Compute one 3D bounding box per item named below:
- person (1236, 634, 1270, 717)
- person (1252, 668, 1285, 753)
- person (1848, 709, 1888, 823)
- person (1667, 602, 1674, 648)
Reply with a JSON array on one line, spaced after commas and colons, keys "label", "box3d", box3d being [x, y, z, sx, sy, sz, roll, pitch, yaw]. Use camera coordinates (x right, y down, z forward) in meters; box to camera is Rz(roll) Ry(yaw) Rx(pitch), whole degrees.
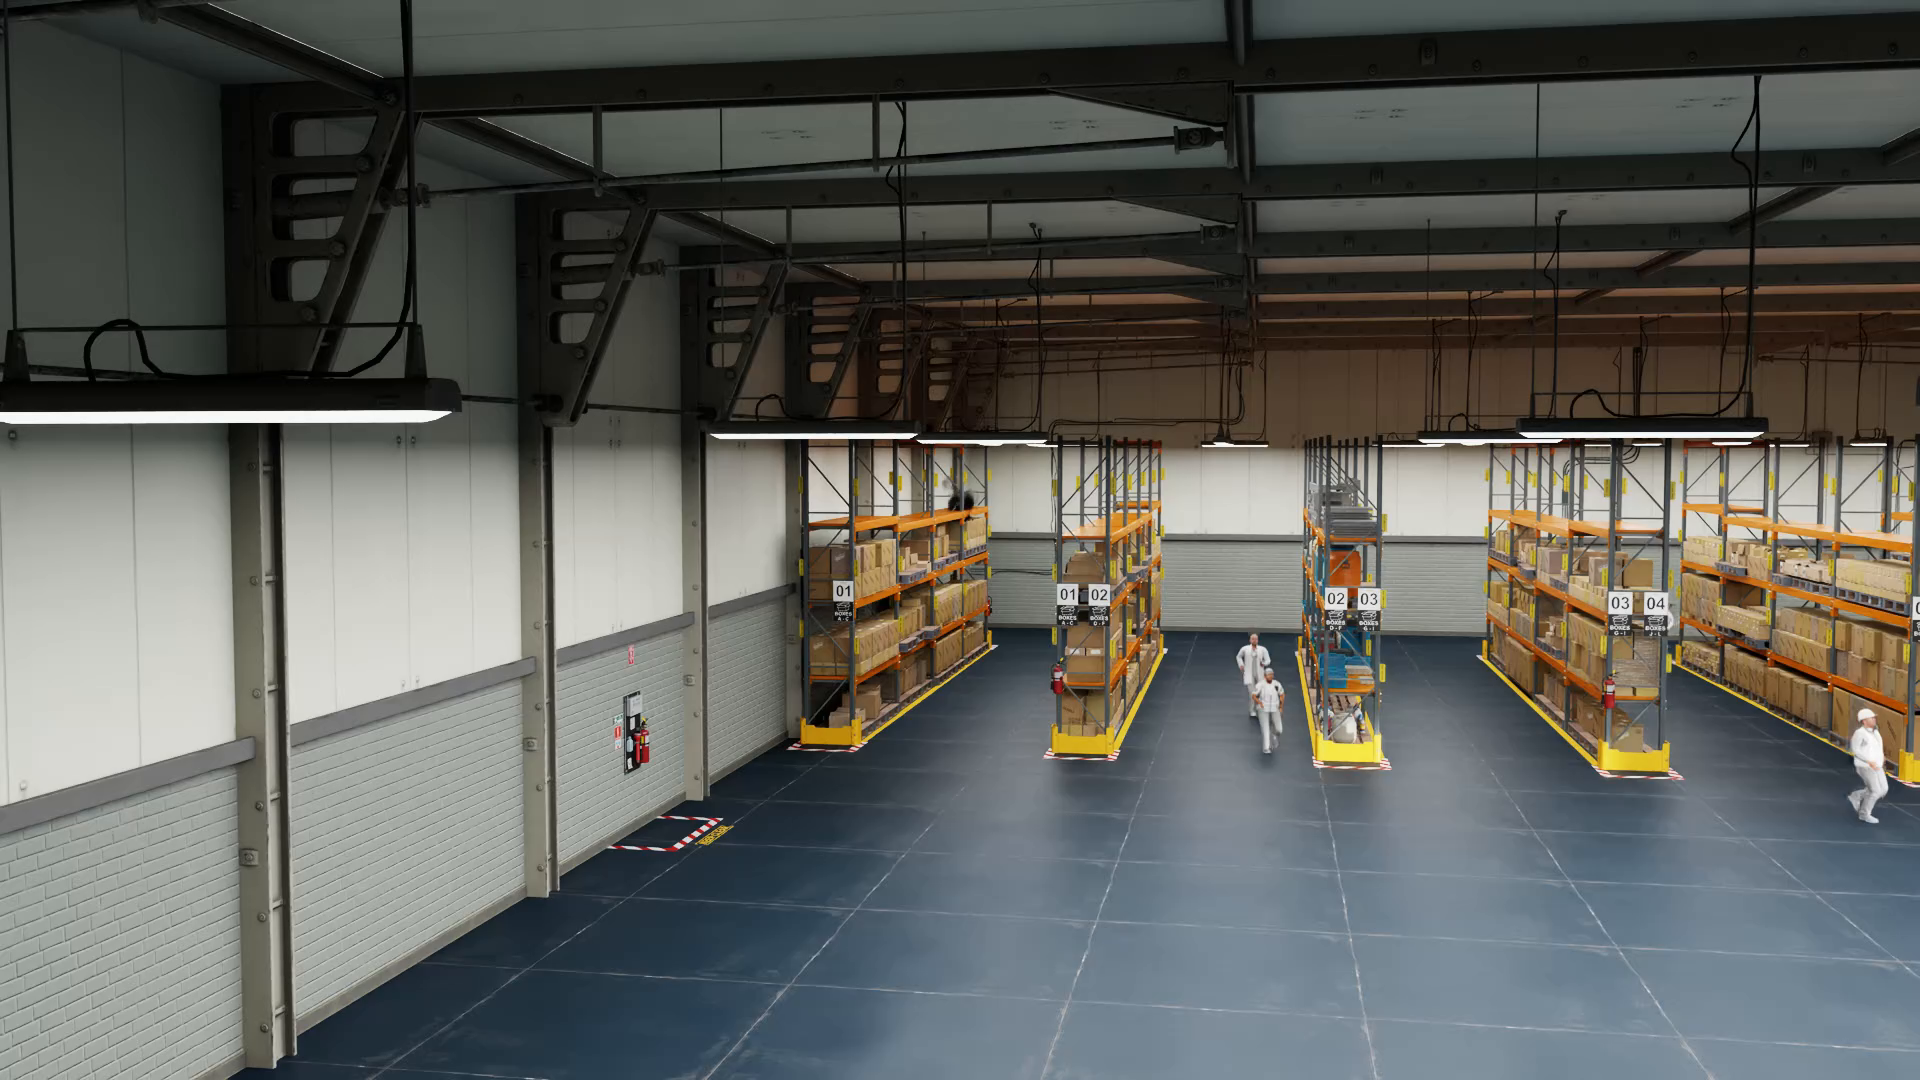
[{"label": "person", "box3d": [6.335, 2.906, 35.893, 0.720, 1.747, 0.917, 0, 3, 3]}, {"label": "person", "box3d": [5.831, 3.219, 31.373, 0.633, 1.614, 0.569, 0, 3, -1]}, {"label": "person", "box3d": [14.005, 3.472, 25.686, 0.663, 1.739, 0.540, -2, 4, -37]}, {"label": "person", "box3d": [19.413, 2.455, 45.821, 0.571, 1.578, 0.777, -1, 3, -14]}]
